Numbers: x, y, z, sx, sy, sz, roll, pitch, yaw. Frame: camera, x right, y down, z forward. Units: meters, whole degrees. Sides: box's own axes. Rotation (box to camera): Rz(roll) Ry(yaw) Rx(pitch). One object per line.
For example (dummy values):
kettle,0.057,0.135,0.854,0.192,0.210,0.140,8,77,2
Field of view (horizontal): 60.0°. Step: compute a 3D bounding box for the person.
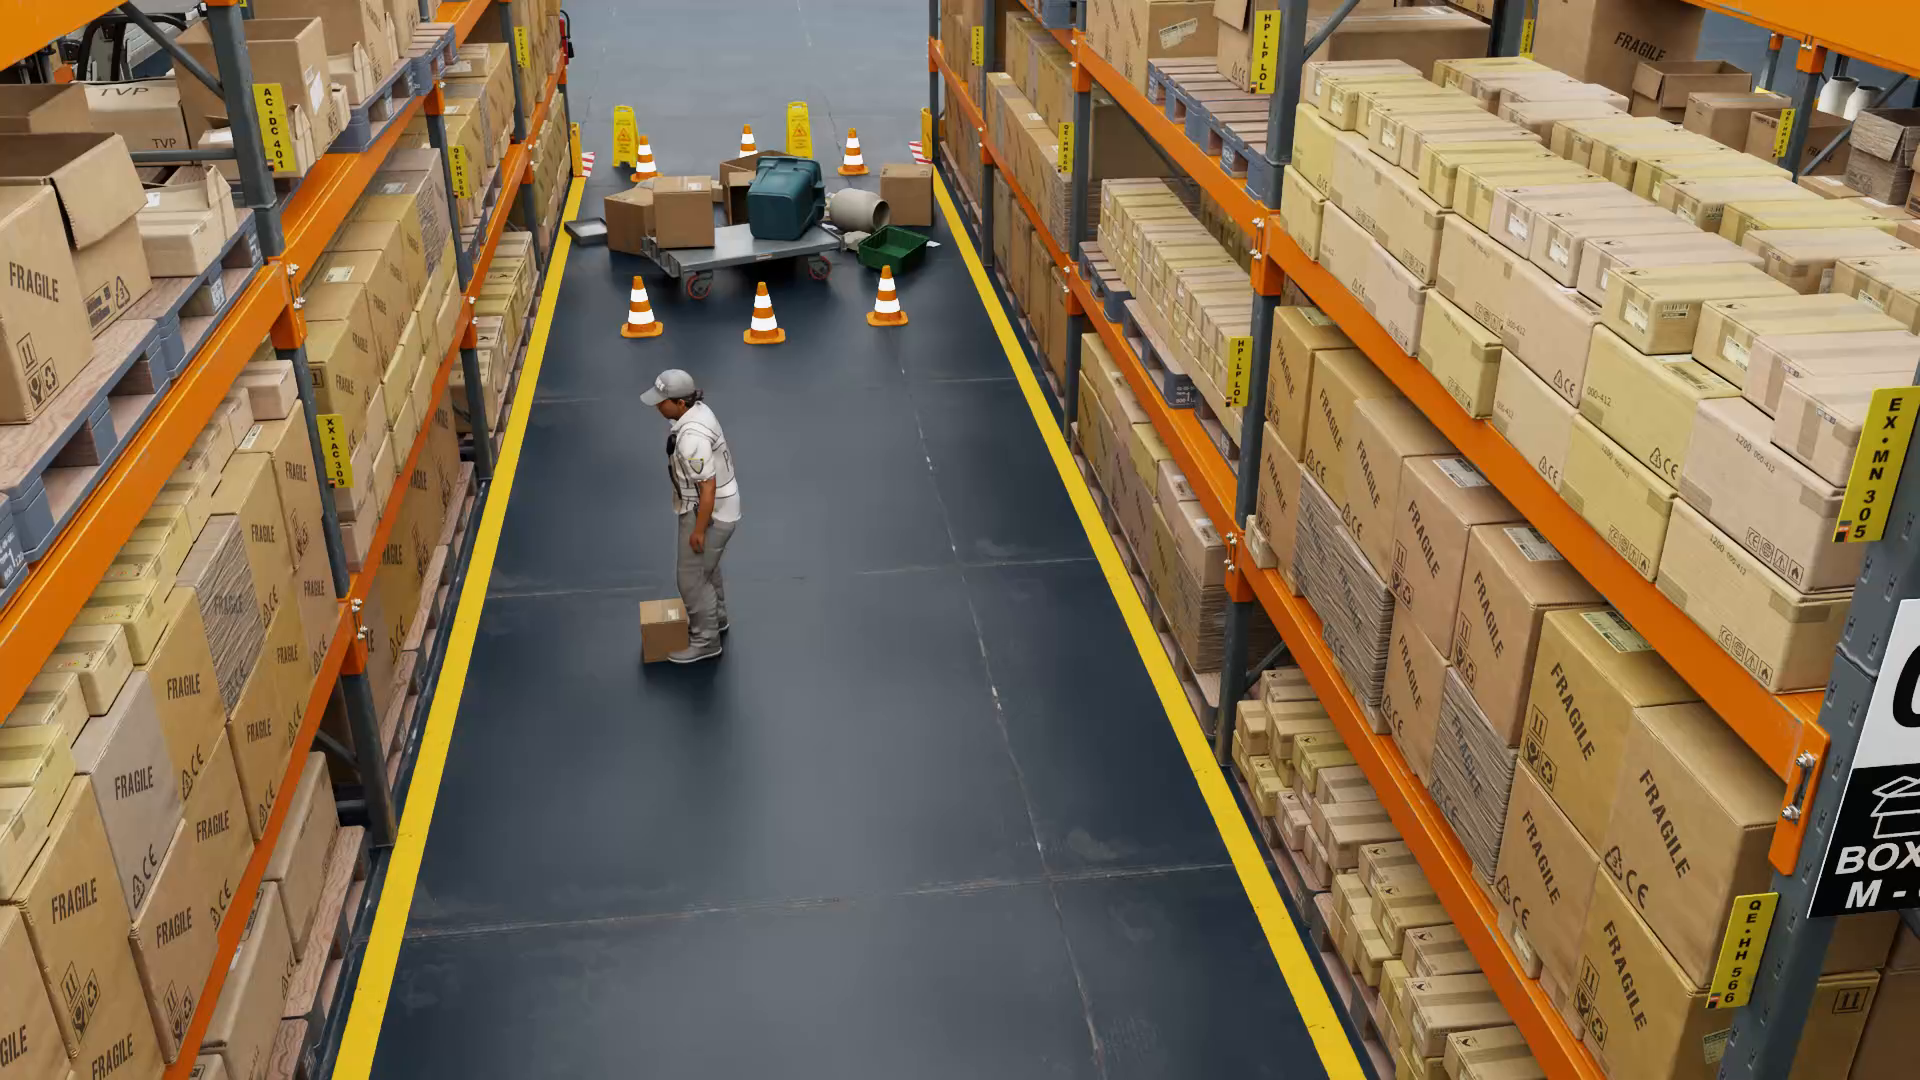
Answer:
person,-1.414,-0.148,8.898,0.469,1.665,0.561,-5,28,-10
